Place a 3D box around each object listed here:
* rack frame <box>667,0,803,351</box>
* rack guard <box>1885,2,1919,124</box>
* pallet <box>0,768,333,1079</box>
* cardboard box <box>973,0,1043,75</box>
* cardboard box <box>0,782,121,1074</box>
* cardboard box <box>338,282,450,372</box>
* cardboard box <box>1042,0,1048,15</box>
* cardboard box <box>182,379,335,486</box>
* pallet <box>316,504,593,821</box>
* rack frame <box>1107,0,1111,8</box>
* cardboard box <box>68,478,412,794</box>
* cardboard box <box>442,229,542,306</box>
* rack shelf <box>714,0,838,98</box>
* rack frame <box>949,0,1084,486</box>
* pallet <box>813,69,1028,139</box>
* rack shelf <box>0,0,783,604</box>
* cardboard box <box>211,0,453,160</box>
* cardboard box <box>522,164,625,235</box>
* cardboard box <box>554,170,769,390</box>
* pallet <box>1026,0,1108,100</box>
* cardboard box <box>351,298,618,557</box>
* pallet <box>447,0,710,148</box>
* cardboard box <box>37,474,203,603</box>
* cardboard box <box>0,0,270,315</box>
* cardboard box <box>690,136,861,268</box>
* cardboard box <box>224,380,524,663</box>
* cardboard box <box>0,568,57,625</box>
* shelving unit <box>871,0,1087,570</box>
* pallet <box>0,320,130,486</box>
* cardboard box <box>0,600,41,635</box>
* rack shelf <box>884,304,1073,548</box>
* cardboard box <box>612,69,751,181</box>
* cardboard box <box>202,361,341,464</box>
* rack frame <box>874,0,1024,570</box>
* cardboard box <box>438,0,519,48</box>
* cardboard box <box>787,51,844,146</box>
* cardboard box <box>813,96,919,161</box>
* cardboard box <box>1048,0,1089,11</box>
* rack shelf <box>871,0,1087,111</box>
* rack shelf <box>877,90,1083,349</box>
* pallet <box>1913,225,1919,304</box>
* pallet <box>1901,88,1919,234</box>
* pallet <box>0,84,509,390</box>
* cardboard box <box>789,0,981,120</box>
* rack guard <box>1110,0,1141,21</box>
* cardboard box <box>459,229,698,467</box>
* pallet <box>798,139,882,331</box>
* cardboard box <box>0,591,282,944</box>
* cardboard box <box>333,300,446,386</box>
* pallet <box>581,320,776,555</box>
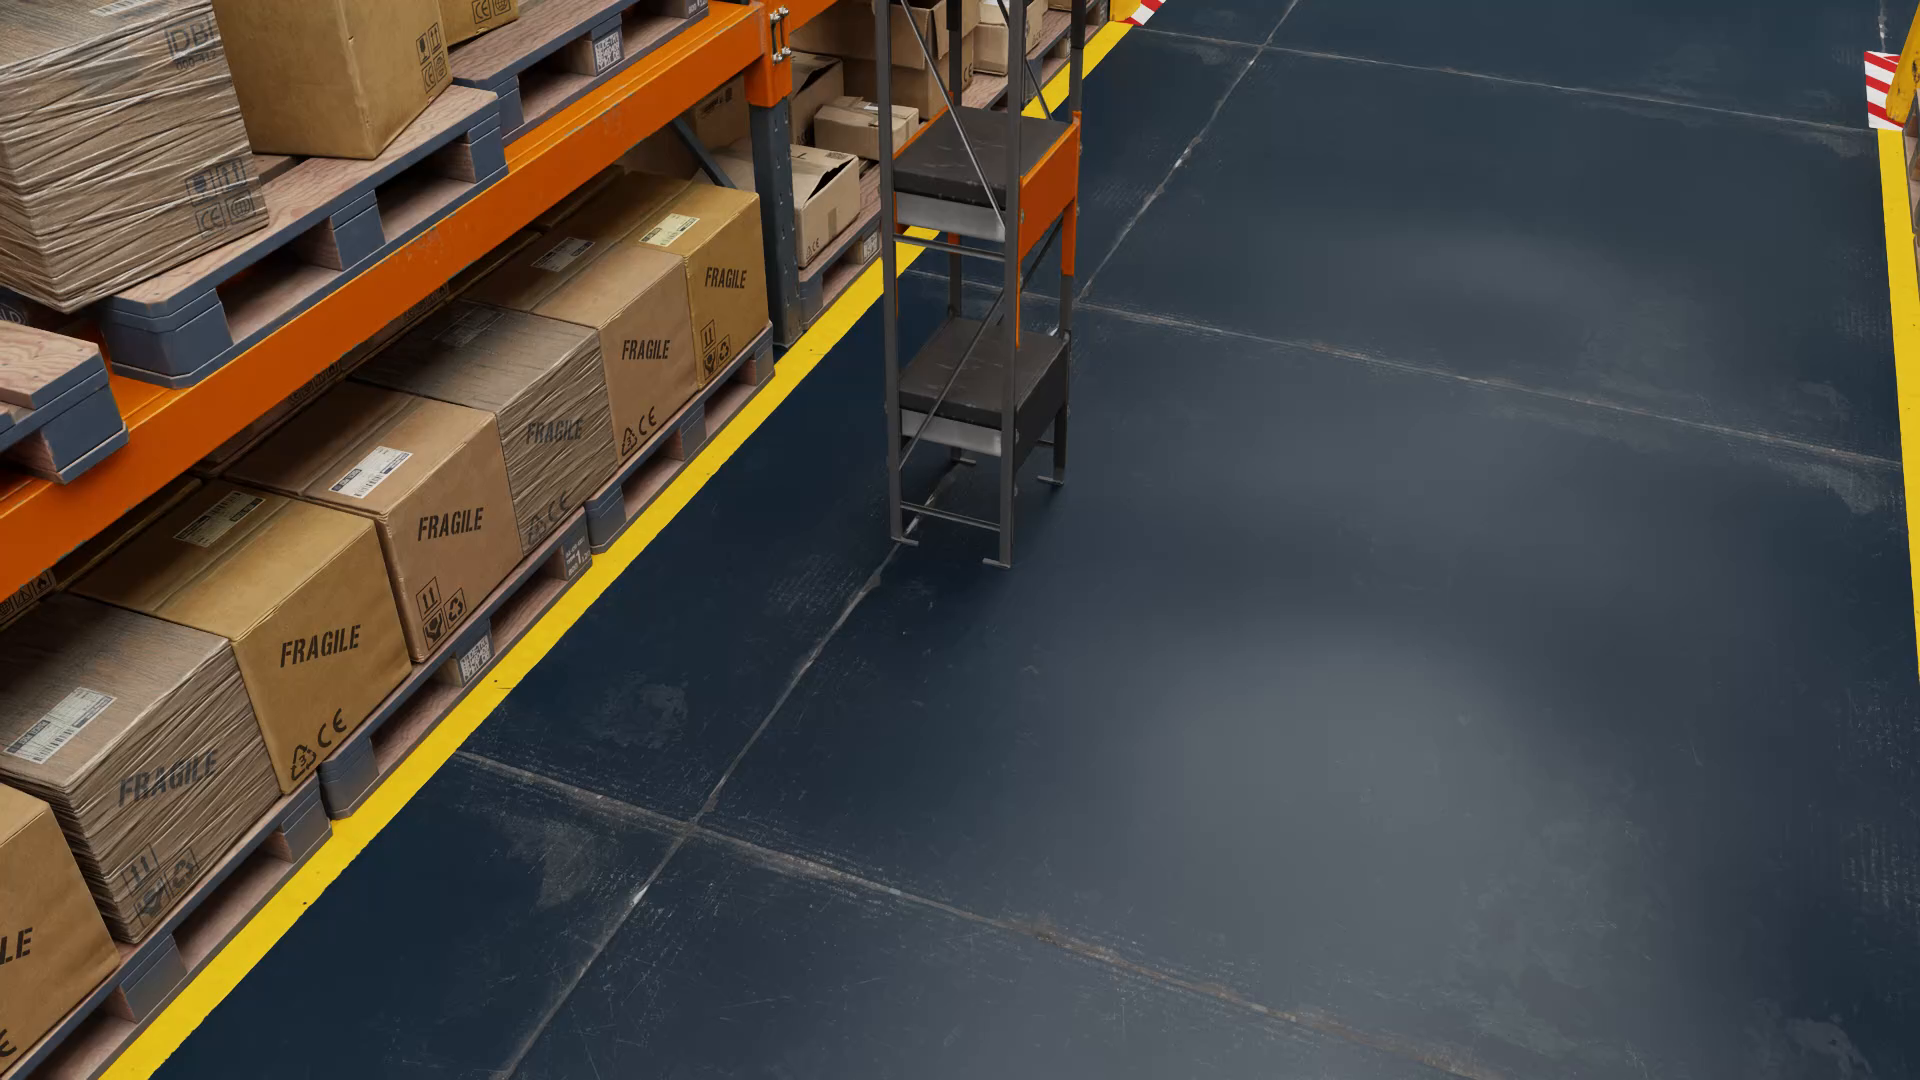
[{"bbox_3d":[-1.078,-2.054,5.493,1.000,3.000,0.127,14,39,18],"label":"rack frame"},{"bbox_3d":[5.020,-2.154,7.714,1.175,0.500,0.348,14,39,18],"label":"rack guard"},{"bbox_3d":[-2.281,0.872,3.906,1.003,0.211,1.213,14,39,18],"label":"pallet"},{"bbox_3d":[0.075,-2.468,7.975,0.500,0.250,0.500,14,39,18],"label":"cardboard box"},{"bbox_3d":[-2.163,0.798,3.397,0.500,0.500,0.500,15,39,20],"label":"cardboard box"},{"bbox_3d":[-1.868,-0.764,4.860,0.500,0.250,0.500,14,39,18],"label":"cardboard box"},{"bbox_3d":[0.227,-2.749,8.422,0.380,0.166,0.250,14,39,18],"label":"cardboard box"},{"bbox_3d":[-2.070,-0.164,4.685,0.500,0.500,0.500,12,39,16],"label":"cardboard box"},{"bbox_3d":[-1.816,0.199,4.807,1.003,0.211,1.213,14,39,18],"label":"pallet"},{"bbox_3d":[0.444,-4.269,8.456,1.000,3.000,0.127,14,39,18],"label":"rack frame"},{"bbox_3d":[-1.773,0.231,4.156,0.500,0.500,0.500,13,39,17],"label":"cardboard box"},{"bbox_3d":[-1.680,-0.719,5.427,0.500,0.500,0.500,14,39,18],"label":"cardboard box"},{"bbox_3d":[-0.317,-2.874,7.190,1.077,0.370,4.000,14,39,18],"label":"rack shelf"},{"bbox_3d":[0.156,-1.068,4.925,0.400,2.100,0.015,14,39,18],"label":"rack frame"},{"bbox_3d":[-0.353,-1.995,7.743,1.003,0.211,1.213,14,39,18],"label":"pallet"},{"bbox_3d":[-1.839,-0.659,4.227,1.077,0.370,4.000,14,39,18],"label":"rack shelf"},{"bbox_3d":[-1.693,-1.270,4.010,0.700,0.500,0.500,5,37,6],"label":"cardboard box"},{"bbox_3d":[-1.488,-1.017,5.826,0.500,0.500,0.500,12,38,16],"label":"cardboard box"},{"bbox_3d":[-1.001,-0.891,5.657,0.500,0.500,0.500,14,39,17],"label":"cardboard box"},{"bbox_3d":[0.112,-2.668,8.644,1.003,0.211,1.213,14,39,18],"label":"pallet"},{"bbox_3d":[-1.388,-0.342,4.922,0.500,0.500,0.500,14,39,18],"label":"cardboard box"},{"bbox_3d":[-1.483,-1.560,4.992,1.003,0.211,1.213,14,39,18],"label":"pallet"},{"bbox_3d":[-2.264,0.128,4.294,0.500,0.500,0.500,12,39,16],"label":"cardboard box"},{"bbox_3d":[-1.940,-0.885,3.495,0.700,0.500,0.500,21,42,26],"label":"cardboard box"},{"bbox_3d":[-0.719,-1.337,6.411,0.500,0.311,0.500,14,39,18],"label":"cardboard box"},{"bbox_3d":[-1.580,-0.059,4.544,0.500,0.500,0.500,13,39,16],"label":"cardboard box"},{"bbox_3d":[-2.444,0.082,3.730,0.500,0.250,0.500,15,39,19],"label":"cardboard box"},{"bbox_3d":[0.063,-0.933,4.744,0.431,2.100,0.503,14,39,18],"label":"shelving unit"},{"bbox_3d":[-2.407,-0.154,3.111,1.213,0.211,1.003,14,39,18],"label":"pallet"},{"bbox_3d":[-2.462,0.414,3.911,0.500,0.500,0.500,15,39,20],"label":"cardboard box"},{"bbox_3d":[0.063,-0.361,5.171,0.431,0.518,0.480,14,39,18],"label":"rack shelf"},{"bbox_3d":[-1.124,-1.609,6.618,0.500,0.500,0.500,14,39,18],"label":"cardboard box"},{"bbox_3d":[-2.059,-0.486,4.489,0.500,0.250,0.500,13,39,17],"label":"cardboard box"},{"bbox_3d":[-0.030,-0.798,4.563,0.400,2.100,0.015,14,39,18],"label":"rack frame"},{"bbox_3d":[-1.668,-1.656,4.526,0.700,0.500,0.500,20,41,25],"label":"cardboard box"},{"bbox_3d":[-0.838,-1.949,7.230,0.500,0.311,0.500,14,39,18],"label":"cardboard box"},{"bbox_3d":[-0.399,-1.760,7.098,0.380,0.166,0.250,14,39,18],"label":"cardboard box"},{"bbox_3d":[0.465,-3.087,8.595,0.500,0.500,0.500,14,39,18],"label":"cardboard box"},{"bbox_3d":[0.063,-1.482,4.333,0.431,0.518,0.480,14,39,18],"label":"rack shelf"},{"bbox_3d":[0.063,-0.922,4.752,0.431,0.518,0.480,14,39,18],"label":"rack shelf"},{"bbox_3d":[4.208,-0.901,6.279,1.003,0.211,1.213,14,39,18],"label":"pallet"},{"bbox_3d":[4.673,-1.574,7.179,1.003,0.211,1.213,14,39,18],"label":"pallet"},{"bbox_3d":[-1.865,-0.841,4.029,1.003,0.211,1.213,14,39,18],"label":"pallet"},{"bbox_3d":[-0.368,-2.272,7.502,0.797,0.503,0.637,14,39,18],"label":"cardboard box"},{"bbox_3d":[0.415,-3.226,9.148,1.175,0.500,0.348,14,39,18],"label":"rack guard"},{"bbox_3d":[-1.197,-0.619,5.293,0.500,0.500,0.500,14,39,18],"label":"cardboard box"},{"bbox_3d":[-0.816,-1.317,6.836,1.003,0.211,1.213,14,39,18],"label":"pallet"},{"bbox_3d":[-1.969,0.507,3.786,0.500,0.500,0.500,12,39,16],"label":"cardboard box"},{"bbox_3d":[-1.877,-0.444,5.059,0.500,0.500,0.500,14,39,18],"label":"cardboard box"},{"bbox_3d":[-1.353,-0.478,5.714,1.003,0.211,1.213,14,39,18],"label":"pallet"}]
